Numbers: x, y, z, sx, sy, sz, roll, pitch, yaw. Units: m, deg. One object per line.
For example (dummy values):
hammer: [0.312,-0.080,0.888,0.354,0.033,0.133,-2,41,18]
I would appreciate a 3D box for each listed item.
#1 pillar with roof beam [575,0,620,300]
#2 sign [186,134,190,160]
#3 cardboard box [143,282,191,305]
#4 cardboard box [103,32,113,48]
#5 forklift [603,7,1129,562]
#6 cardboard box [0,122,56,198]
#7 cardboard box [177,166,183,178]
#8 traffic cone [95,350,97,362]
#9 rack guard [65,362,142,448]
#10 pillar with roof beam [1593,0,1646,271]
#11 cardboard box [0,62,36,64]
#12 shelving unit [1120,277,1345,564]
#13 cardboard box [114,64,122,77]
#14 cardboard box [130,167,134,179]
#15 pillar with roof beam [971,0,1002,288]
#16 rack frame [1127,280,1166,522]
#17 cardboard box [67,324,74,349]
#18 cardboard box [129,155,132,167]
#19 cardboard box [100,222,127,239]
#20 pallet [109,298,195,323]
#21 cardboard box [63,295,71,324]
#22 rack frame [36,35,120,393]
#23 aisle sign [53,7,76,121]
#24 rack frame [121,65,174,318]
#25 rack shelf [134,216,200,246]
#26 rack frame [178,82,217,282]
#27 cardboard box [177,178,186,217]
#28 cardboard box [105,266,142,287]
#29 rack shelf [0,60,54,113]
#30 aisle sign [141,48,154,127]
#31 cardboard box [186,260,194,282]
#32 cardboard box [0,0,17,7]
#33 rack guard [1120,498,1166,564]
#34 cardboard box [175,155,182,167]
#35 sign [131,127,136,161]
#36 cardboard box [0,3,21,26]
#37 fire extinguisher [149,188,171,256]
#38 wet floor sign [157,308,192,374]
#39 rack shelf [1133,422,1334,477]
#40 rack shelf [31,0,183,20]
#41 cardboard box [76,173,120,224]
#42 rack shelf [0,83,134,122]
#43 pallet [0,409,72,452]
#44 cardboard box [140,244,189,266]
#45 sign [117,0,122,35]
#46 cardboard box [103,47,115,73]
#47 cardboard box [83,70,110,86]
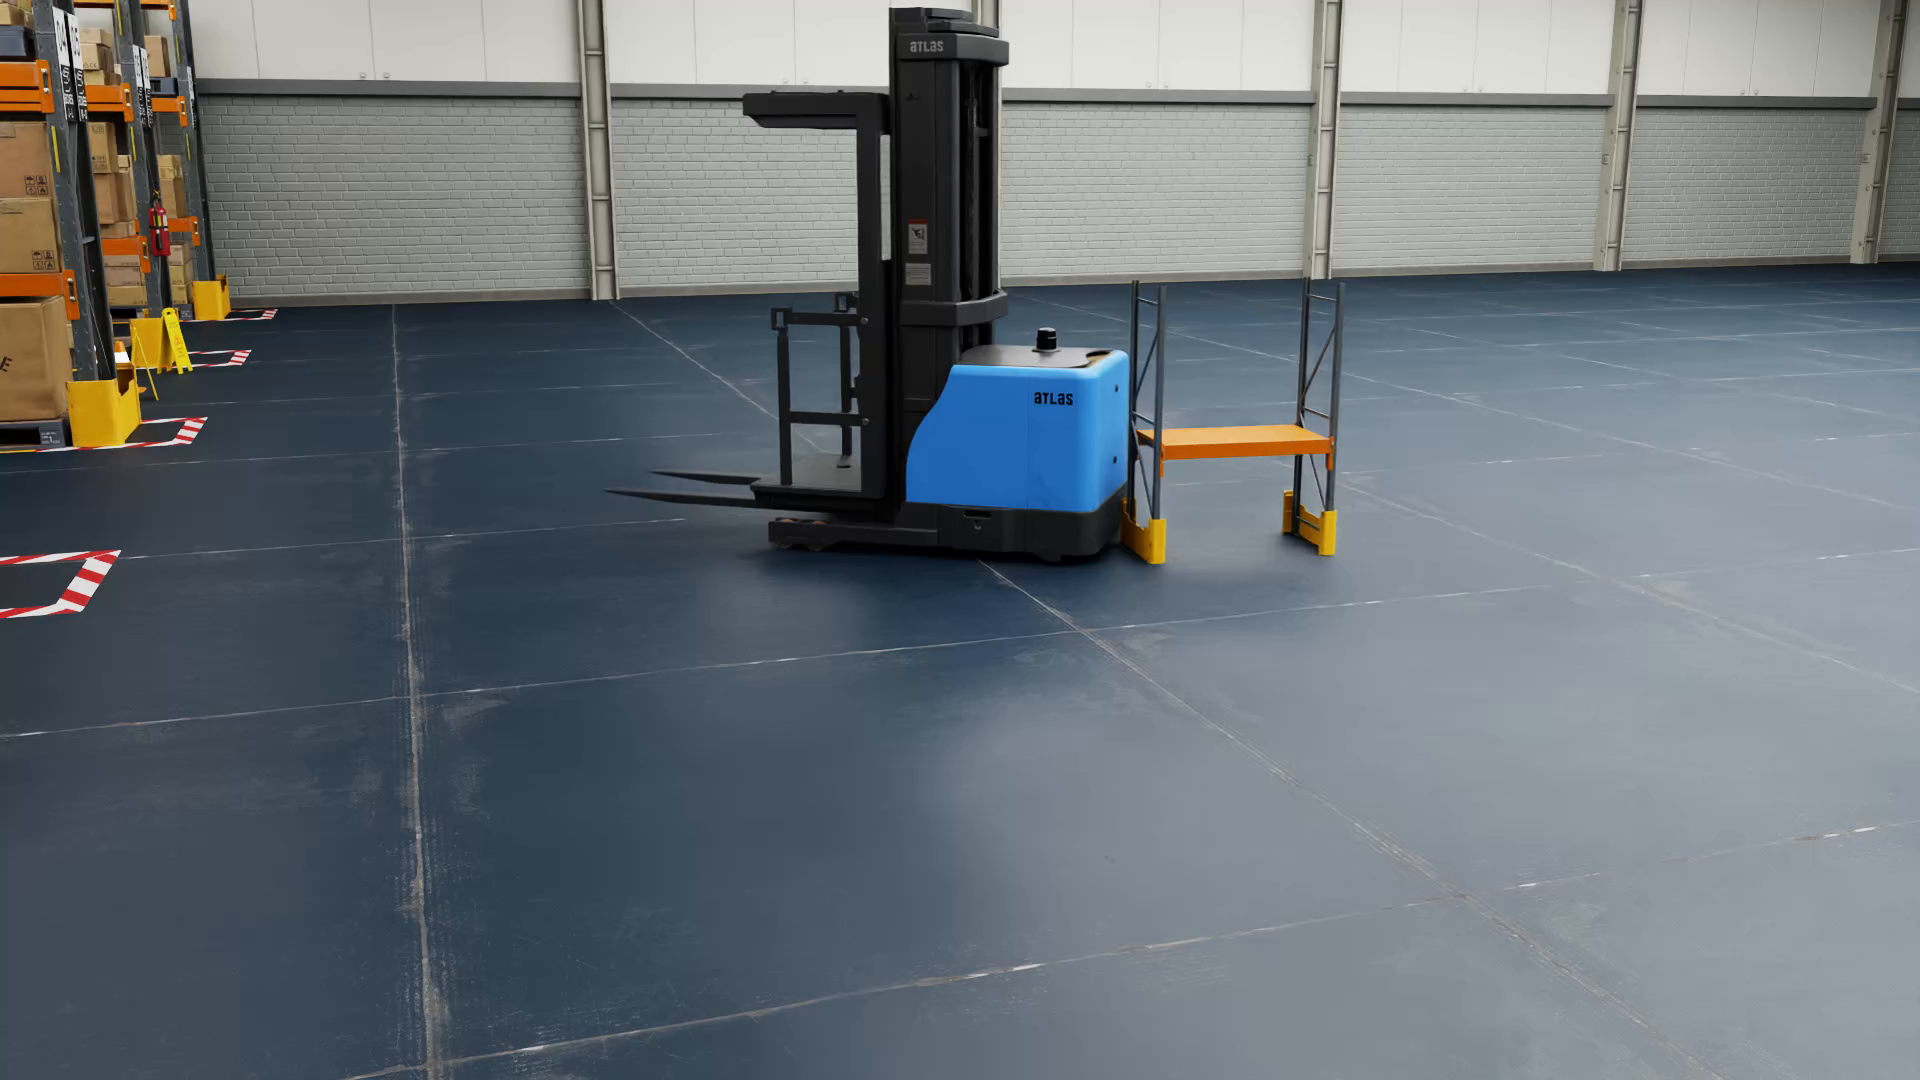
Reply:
pillar with roof beam: [-3.902,-7.021,19.715,0.400,9.000,9.100,-4,14,-18]
sign: [-9.854,-5.016,21.236,0.005,0.325,0.100,-4,14,-18]
cardboard box: [-10.359,-3.221,21.735,0.500,0.250,0.500,-4,14,-18]
cardboard box: [-8.829,-5.113,16.994,0.250,0.149,0.380,-5,14,-18]
forklift: [-0.586,-1.479,9.528,3.031,2.935,1.130,4,14,16]
cardboard box: [-7.117,-2.871,12.572,0.550,0.550,0.875,-4,14,-18]
cardboard box: [-10.419,-4.854,21.950,0.250,0.149,0.380,-5,14,-20]
traffic cone: [-8.424,-1.821,16.297,0.334,0.463,0.336,-4,14,-18]
rack guard: [-6.730,-1.077,13.091,0.348,0.500,1.175,-4,14,-18]
pillar with roof beam: [13.158,-8.350,25.300,0.400,9.000,9.100,-4,14,-18]
cardboard box: [-9.308,-4.770,16.413,0.500,0.250,0.500,-5,14,-19]
shelving unit: [1.512,-0.687,9.291,1.083,1.500,0.587,-3,14,-12]
cardboard box: [-10.703,-5.920,20.987,0.250,0.149,0.380,-5,14,-20]
cardboard box: [-10.486,-4.710,21.343,0.250,0.149,0.380,-4,14,-17]
pillar with roof beam: [1.785,-7.464,21.577,0.400,9.000,9.100,-4,14,-18]
rack frame: [1.023,-0.663,9.191,0.032,1.500,0.500,-3,14,-12]
cardboard box: [-9.131,-2.116,17.090,0.500,0.250,0.500,-5,14,-18]
cardboard box: [-10.510,-4.869,21.371,0.250,0.149,0.380,-4,14,-18]
cardboard box: [-8.714,-3.173,17.043,0.250,0.149,0.380,-4,14,-16]
pallet: [-10.726,-3.036,21.949,1.213,0.211,1.003,-4,14,-18]
cardboard box: [-9.104,-2.485,17.020,0.500,0.500,0.500,-4,14,-18]
rack frame: [-6.753,-2.291,12.794,0.127,3.000,1.000,-4,14,-18]
aisle sign: [-6.590,-3.496,12.238,0.004,0.787,0.394,-4,14,-18]
rack frame: [-8.428,-3.370,17.327,0.127,3.000,1.000,-4,14,-18]
rack shelf: [-11.910,-3.960,21.365,4.000,0.370,1.077,-4,14,-18]
rack frame: [-10.014,-4.458,21.902,0.127,3.000,1.000,-4,14,-18]
cardboard box: [-10.572,-4.531,21.993,0.500,0.500,0.500,-4,14,-16]
cardboard box: [-10.855,-3.429,21.529,0.500,0.250,0.500,-5,14,-19]
rack shelf: [-8.649,-3.253,11.909,4.000,0.370,1.077,-4,14,-18]
aisle sign: [-8.468,-4.707,17.331,0.004,0.787,0.394,-4,14,-18]
cardboard box: [-10.526,-3.579,22.160,0.500,0.250,0.500,-4,14,-17]
cardboard box: [-7.128,-3.978,11.960,0.500,0.250,0.500,-4,14,-17]
rack guard: [1.024,-0.055,9.336,0.087,0.250,0.587,-3,14,-12]
cardboard box: [-10.401,-4.989,21.874,0.250,0.149,0.380,-5,14,-19]
sign: [-8.270,-3.963,16.638,0.005,0.325,0.100,-4,14,-18]
cardboard box: [-6.960,-3.783,12.000,0.250,0.149,0.380,-4,14,-18]
fire extinguisher: [-8.172,-3.239,16.946,0.183,0.674,0.296,-4,14,-18]
wet floor sign: [-7.906,-2.004,16.671,0.232,0.644,0.267,0,13,1]
rack shelf: [1.521,-0.513,9.335,1.000,0.185,0.538,-3,14,-12]
rack shelf: [-11.910,-6.684,20.717,4.000,0.370,1.077,-4,14,-18]
cardboard box: [-8.854,-3.462,16.858,0.500,0.500,0.500,-5,14,-19]
rack shelf: [-10.323,-4.331,16.442,4.000,0.370,1.077,-4,14,-18]
pallet: [-7.486,-0.859,12.796,1.213,0.211,1.003,-4,14,-18]
cardboard box: [-10.351,-3.709,21.626,0.500,0.250,0.500,-4,14,-16]
sign: [-8.270,-5.136,16.359,0.005,0.325,0.100,-4,14,-18]
cardboard box: [-8.989,-4.922,17.052,0.500,0.250,0.500,-5,14,-19]
cardboard box: [-8.677,-4.619,16.640,0.250,0.149,0.380,-4,14,-18]
